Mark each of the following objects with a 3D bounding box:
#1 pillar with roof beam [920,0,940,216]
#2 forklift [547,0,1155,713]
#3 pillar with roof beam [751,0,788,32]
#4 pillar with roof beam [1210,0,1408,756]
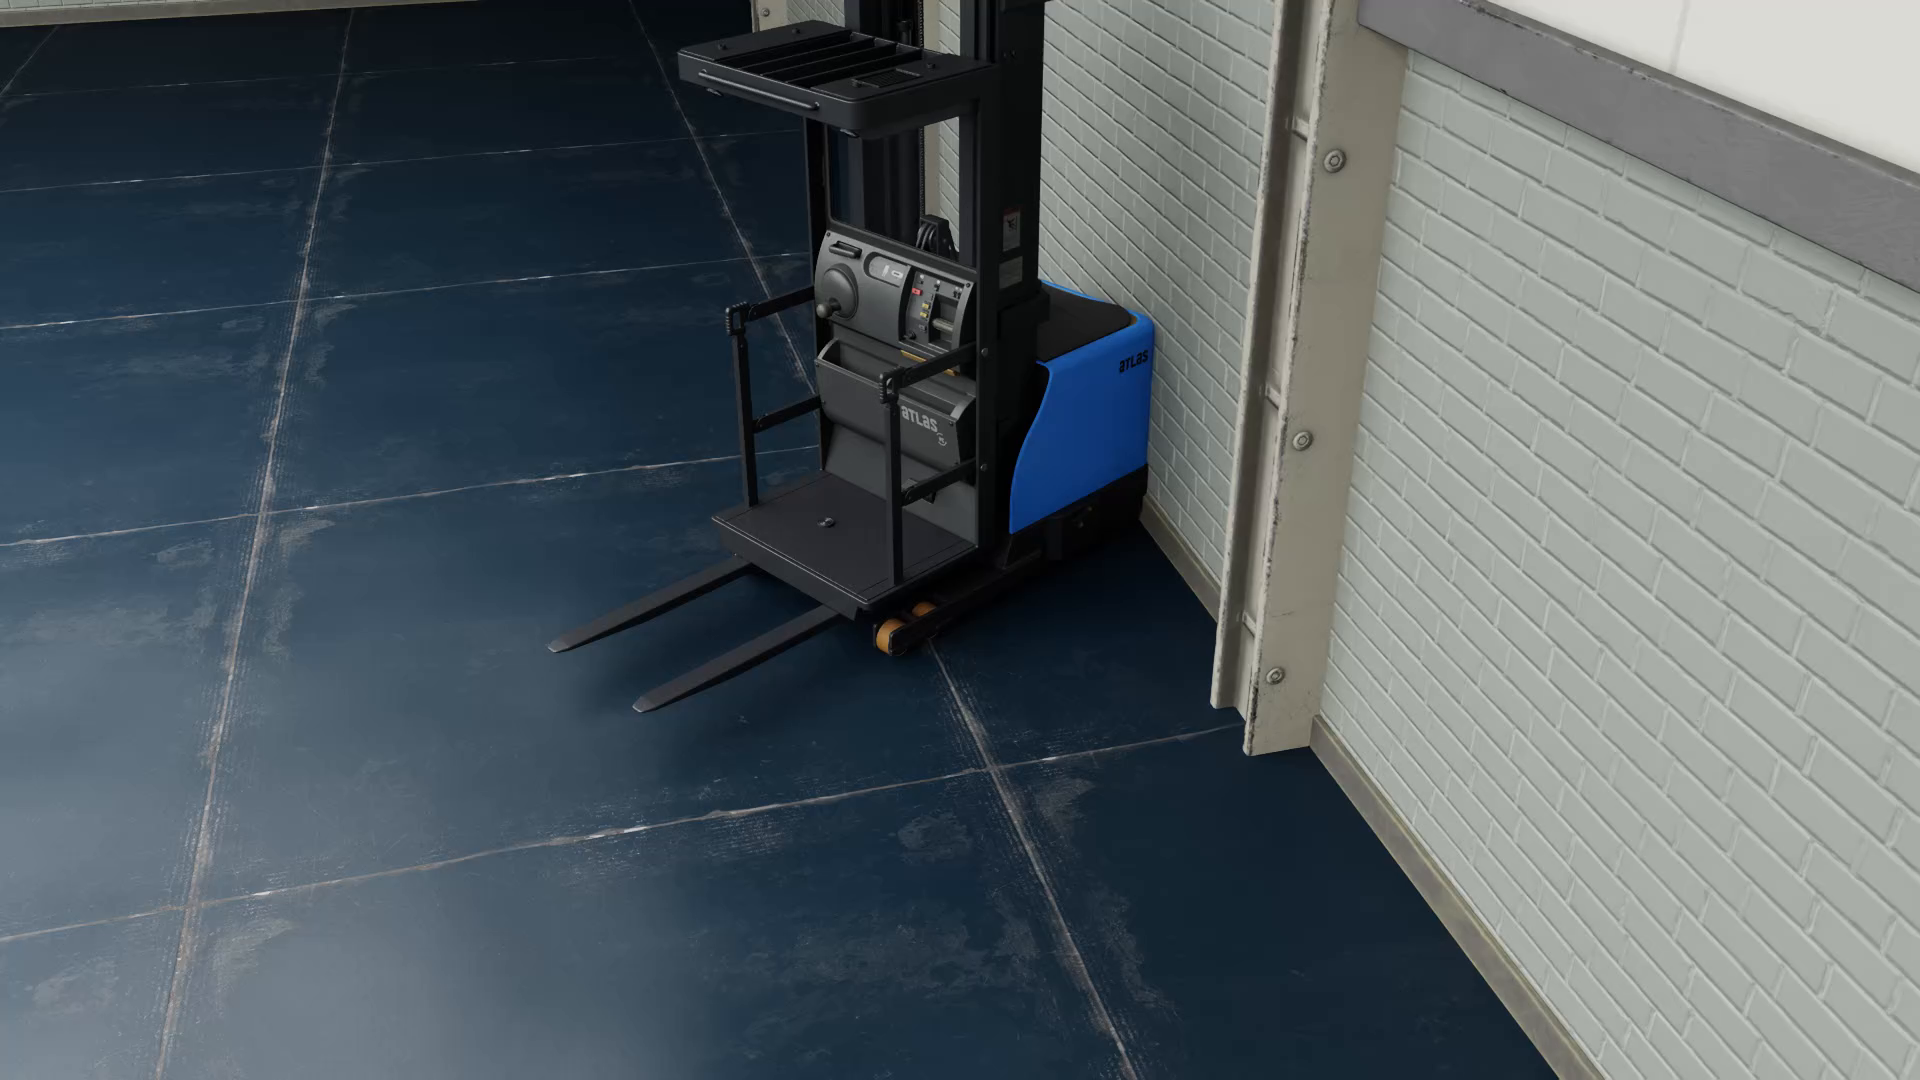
[{"bbox_3d":[-4.481,-5.460,8.700,9.100,9.000,0.400,-8,31,-13],"label":"pillar with roof beam"},{"bbox_3d":[-0.444,-1.044,7.129,1.130,2.935,3.031,26,39,38],"label":"forklift"},{"bbox_3d":[-6.074,-8.358,13.707,9.100,9.000,0.400,-8,31,-13],"label":"pillar with roof beam"},{"bbox_3d":[-2.889,-2.562,3.694,9.100,9.000,0.400,-8,31,-13],"label":"pillar with roof beam"}]
